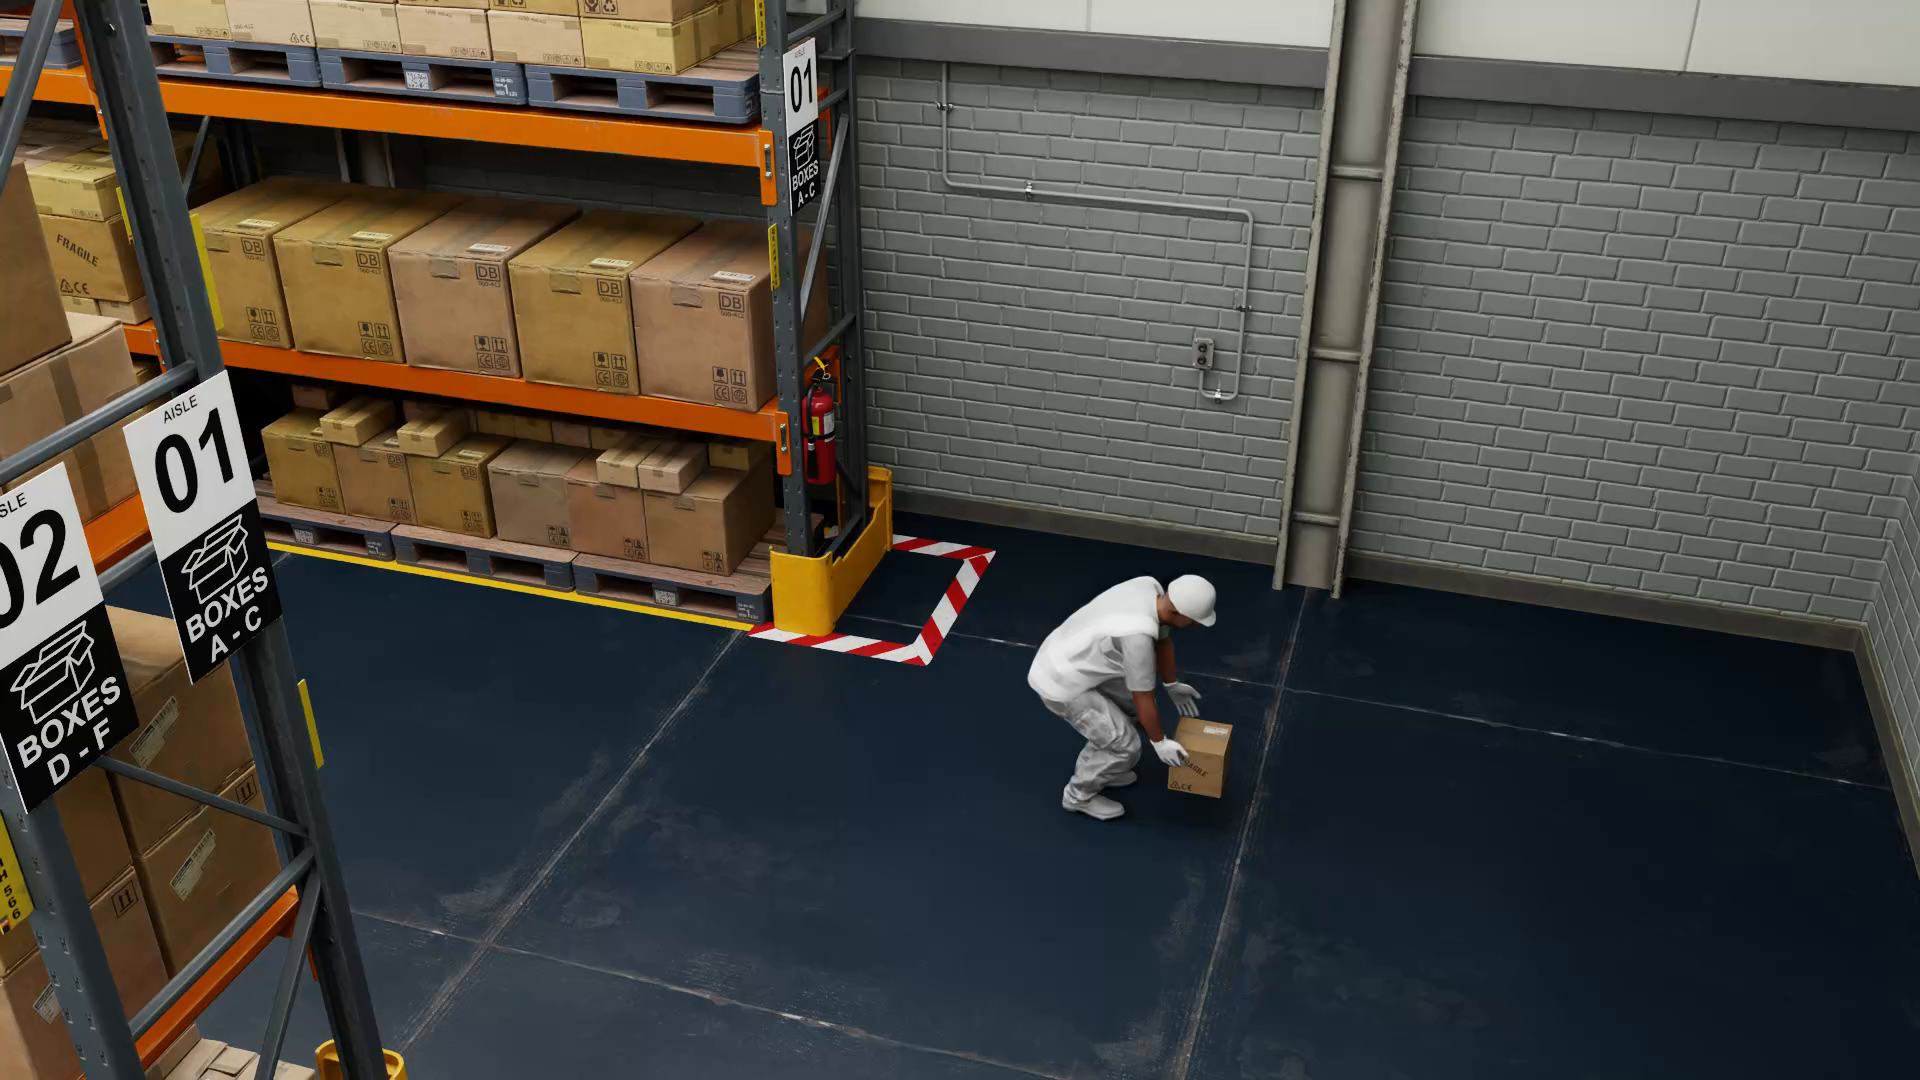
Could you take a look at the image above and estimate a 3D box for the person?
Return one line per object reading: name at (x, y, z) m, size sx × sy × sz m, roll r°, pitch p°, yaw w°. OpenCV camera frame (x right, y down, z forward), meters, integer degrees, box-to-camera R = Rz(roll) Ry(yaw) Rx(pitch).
person at (0.753, 0.675, 7.808) m, size 0.831 × 1.264 × 0.607 m, roll 8°, pitch 30°, yaw 15°
